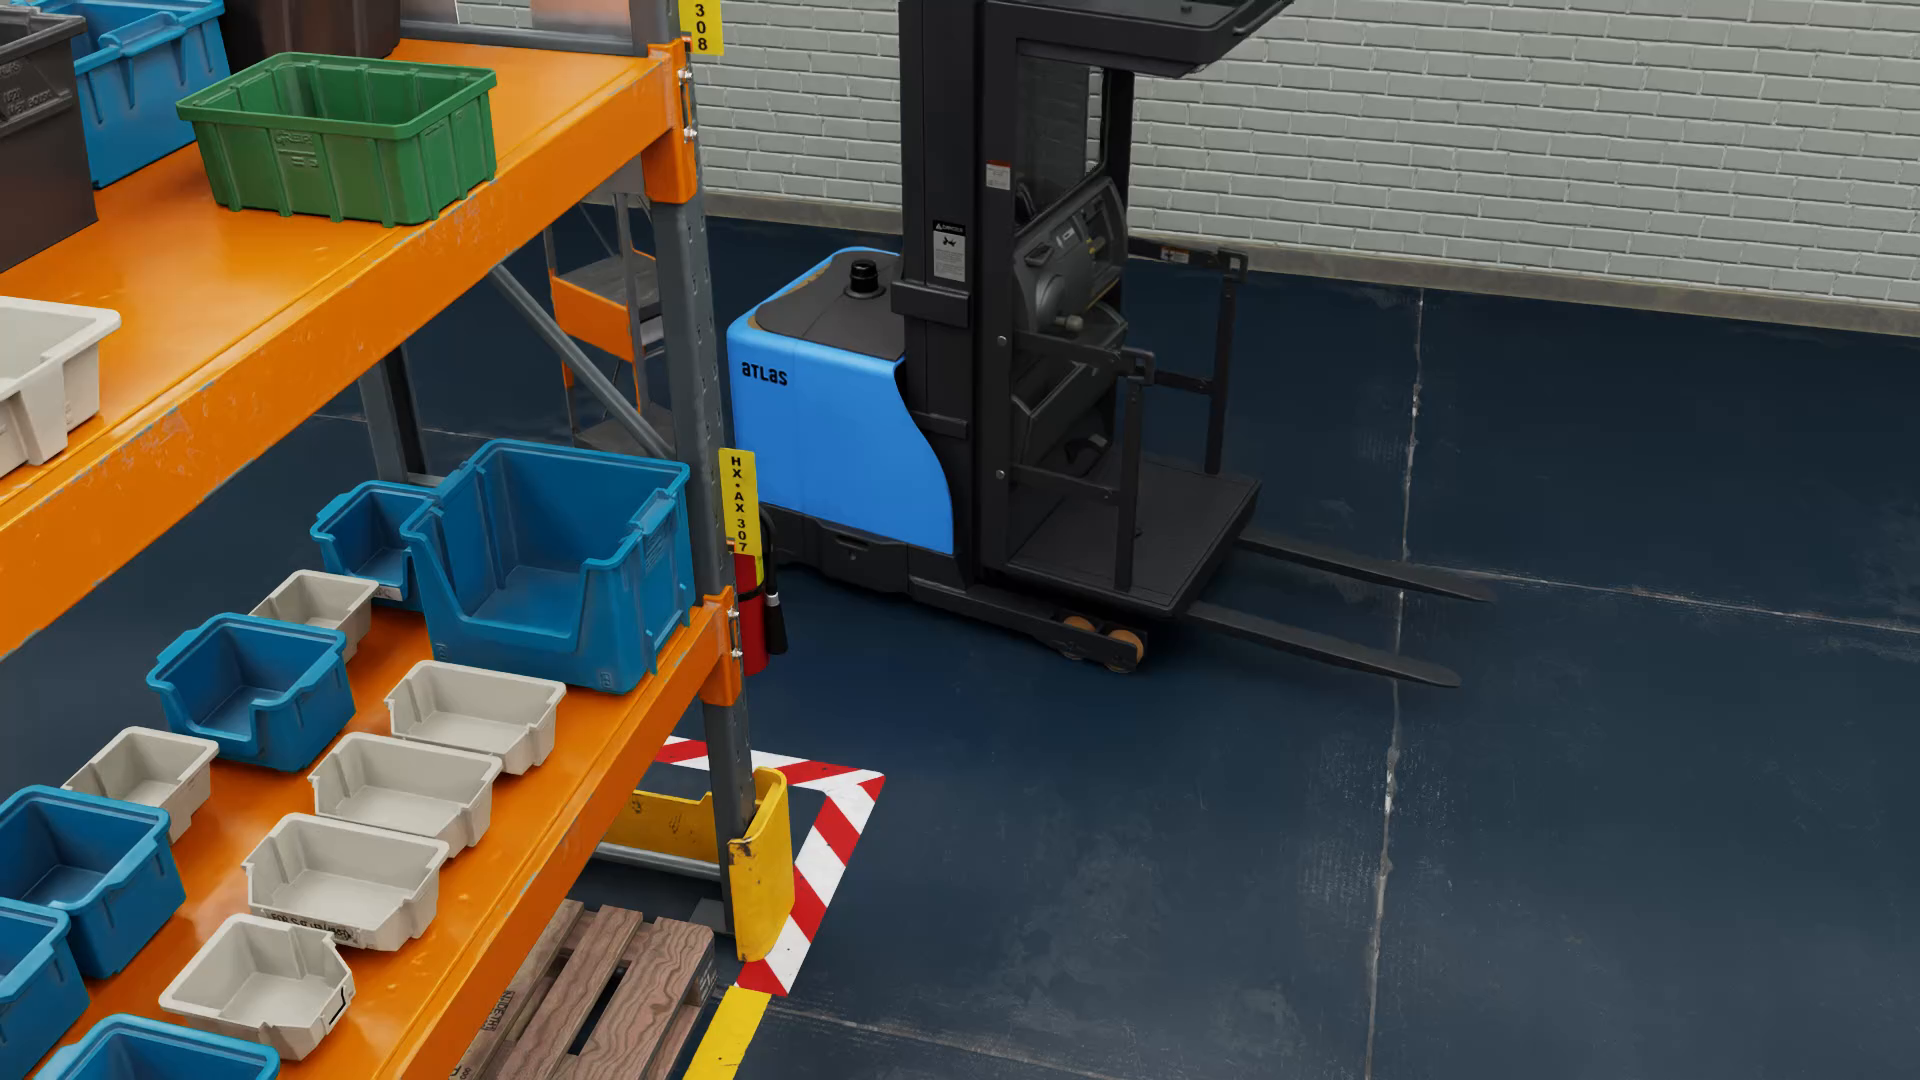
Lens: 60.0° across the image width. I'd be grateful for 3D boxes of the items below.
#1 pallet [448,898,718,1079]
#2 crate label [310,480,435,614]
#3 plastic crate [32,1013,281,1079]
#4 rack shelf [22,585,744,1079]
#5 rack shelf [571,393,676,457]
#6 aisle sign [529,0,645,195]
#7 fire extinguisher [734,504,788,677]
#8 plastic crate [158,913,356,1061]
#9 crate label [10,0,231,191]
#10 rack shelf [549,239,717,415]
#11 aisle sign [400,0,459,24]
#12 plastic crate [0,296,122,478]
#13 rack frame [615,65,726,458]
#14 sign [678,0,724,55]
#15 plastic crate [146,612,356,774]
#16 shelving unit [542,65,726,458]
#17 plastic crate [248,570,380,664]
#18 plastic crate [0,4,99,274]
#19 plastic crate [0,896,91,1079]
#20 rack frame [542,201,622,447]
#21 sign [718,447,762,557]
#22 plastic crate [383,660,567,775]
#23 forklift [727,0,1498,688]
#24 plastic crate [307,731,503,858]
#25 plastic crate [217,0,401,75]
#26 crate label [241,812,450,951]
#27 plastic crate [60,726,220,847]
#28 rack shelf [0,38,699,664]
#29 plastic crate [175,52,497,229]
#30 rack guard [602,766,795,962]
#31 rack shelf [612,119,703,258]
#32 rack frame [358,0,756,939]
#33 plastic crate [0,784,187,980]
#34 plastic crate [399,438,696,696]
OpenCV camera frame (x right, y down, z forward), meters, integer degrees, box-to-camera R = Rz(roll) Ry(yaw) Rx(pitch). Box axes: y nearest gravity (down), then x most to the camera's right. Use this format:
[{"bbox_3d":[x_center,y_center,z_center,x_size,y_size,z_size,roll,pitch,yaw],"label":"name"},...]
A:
[{"bbox_3d":[-1.372,1.502,4.690,1.003,0.211,1.213,8,33,12],"label":"pallet"},{"bbox_3d":[-1.506,0.031,4.505,0.416,0.233,0.303,8,33,12],"label":"crate label"},{"bbox_3d":[-1.398,1.049,2.905,0.416,0.233,0.300,8,33,12],"label":"plastic crate"},{"bbox_3d":[-1.632,1.244,3.167,1.077,0.370,4.000,8,33,12],"label":"rack shelf"},{"bbox_3d":[-1.293,-0.246,7.010,0.480,0.518,0.431,25,40,34],"label":"rack shelf"},{"bbox_3d":[-0.823,-1.192,3.906,0.394,0.787,0.004,8,33,12],"label":"aisle sign"},{"bbox_3d":[-0.647,0.076,4.754,0.296,0.674,0.183,8,33,12],"label":"fire extinguisher"},{"bbox_3d":[-1.348,0.889,3.246,0.298,0.136,0.250,8,33,12],"label":"plastic crate"},{"bbox_3d":[-1.671,-0.866,3.158,0.408,0.251,0.502,8,33,12],"label":"crate label"},{"bbox_3d":[-1.293,-0.837,6.635,0.480,0.518,0.431,25,40,34],"label":"rack shelf"},{"bbox_3d":[-1.394,-1.272,4.032,0.394,0.787,0.004,8,33,12],"label":"aisle sign"},{"bbox_3d":[-1.409,-0.146,2.133,0.437,0.136,0.530,8,33,12],"label":"plastic crate"},{"bbox_3d":[-1.110,-0.762,6.492,0.015,2.100,0.400,25,40,34],"label":"rack frame"},{"bbox_3d":[-0.588,-1.252,3.726,0.100,0.325,0.005,8,33,12],"label":"sign"},{"bbox_3d":[-1.673,0.373,3.967,0.416,0.233,0.300,8,33,12],"label":"plastic crate"},{"bbox_3d":[-1.293,-0.848,6.627,0.503,2.100,0.431,25,40,34],"label":"shelving unit"},{"bbox_3d":[-1.667,0.227,4.287,0.250,0.136,0.298,8,33,12],"label":"plastic crate"},{"bbox_3d":[-1.778,-0.582,2.631,0.504,0.338,0.767,8,33,12],"label":"plastic crate"},{"bbox_3d":[-1.916,0.870,3.185,0.416,0.233,0.300,8,33,12],"label":"plastic crate"},{"bbox_3d":[-1.477,-0.935,6.763,0.015,2.100,0.400,25,40,34],"label":"rack frame"},{"bbox_3d":[-0.588,-0.100,4.459,0.100,0.325,0.005,8,33,12],"label":"sign"},{"bbox_3d":[-1.157,0.437,3.957,0.396,0.136,0.243,8,33,12],"label":"plastic crate"},{"bbox_3d":[0.604,-1.048,6.166,3.031,2.935,1.130,15,36,23],"label":"forklift"},{"bbox_3d":[-1.244,0.585,3.724,0.396,0.136,0.243,8,33,12],"label":"plastic crate"},{"bbox_3d":[-1.492,-1.146,3.583,0.497,0.269,0.590,8,33,12],"label":"plastic crate"},{"bbox_3d":[-1.291,0.733,3.491,0.396,0.136,0.243,8,33,12],"label":"crate label"},{"bbox_3d":[-1.839,0.579,3.733,0.250,0.136,0.298,8,33,12],"label":"plastic crate"},{"bbox_3d":[-1.632,-0.022,2.363,1.077,0.370,4.000,8,33,12],"label":"rack shelf"},{"bbox_3d":[-1.099,-0.723,2.993,0.450,0.188,0.336,8,33,12],"label":"plastic crate"},{"bbox_3d":[-1.131,0.943,5.300,1.175,0.500,0.348,8,33,12],"label":"rack guard"},{"bbox_3d":[-1.293,-1.428,6.259,0.480,0.518,0.431,25,40,34],"label":"rack shelf"},{"bbox_3d":[-1.125,-0.097,4.607,1.000,3.000,0.127,8,33,12],"label":"rack frame"},{"bbox_3d":[-1.840,0.715,3.430,0.416,0.233,0.300,8,33,12],"label":"plastic crate"},{"bbox_3d":[-1.029,0.062,4.268,0.616,0.435,0.499,8,33,12],"label":"plastic crate"}]
